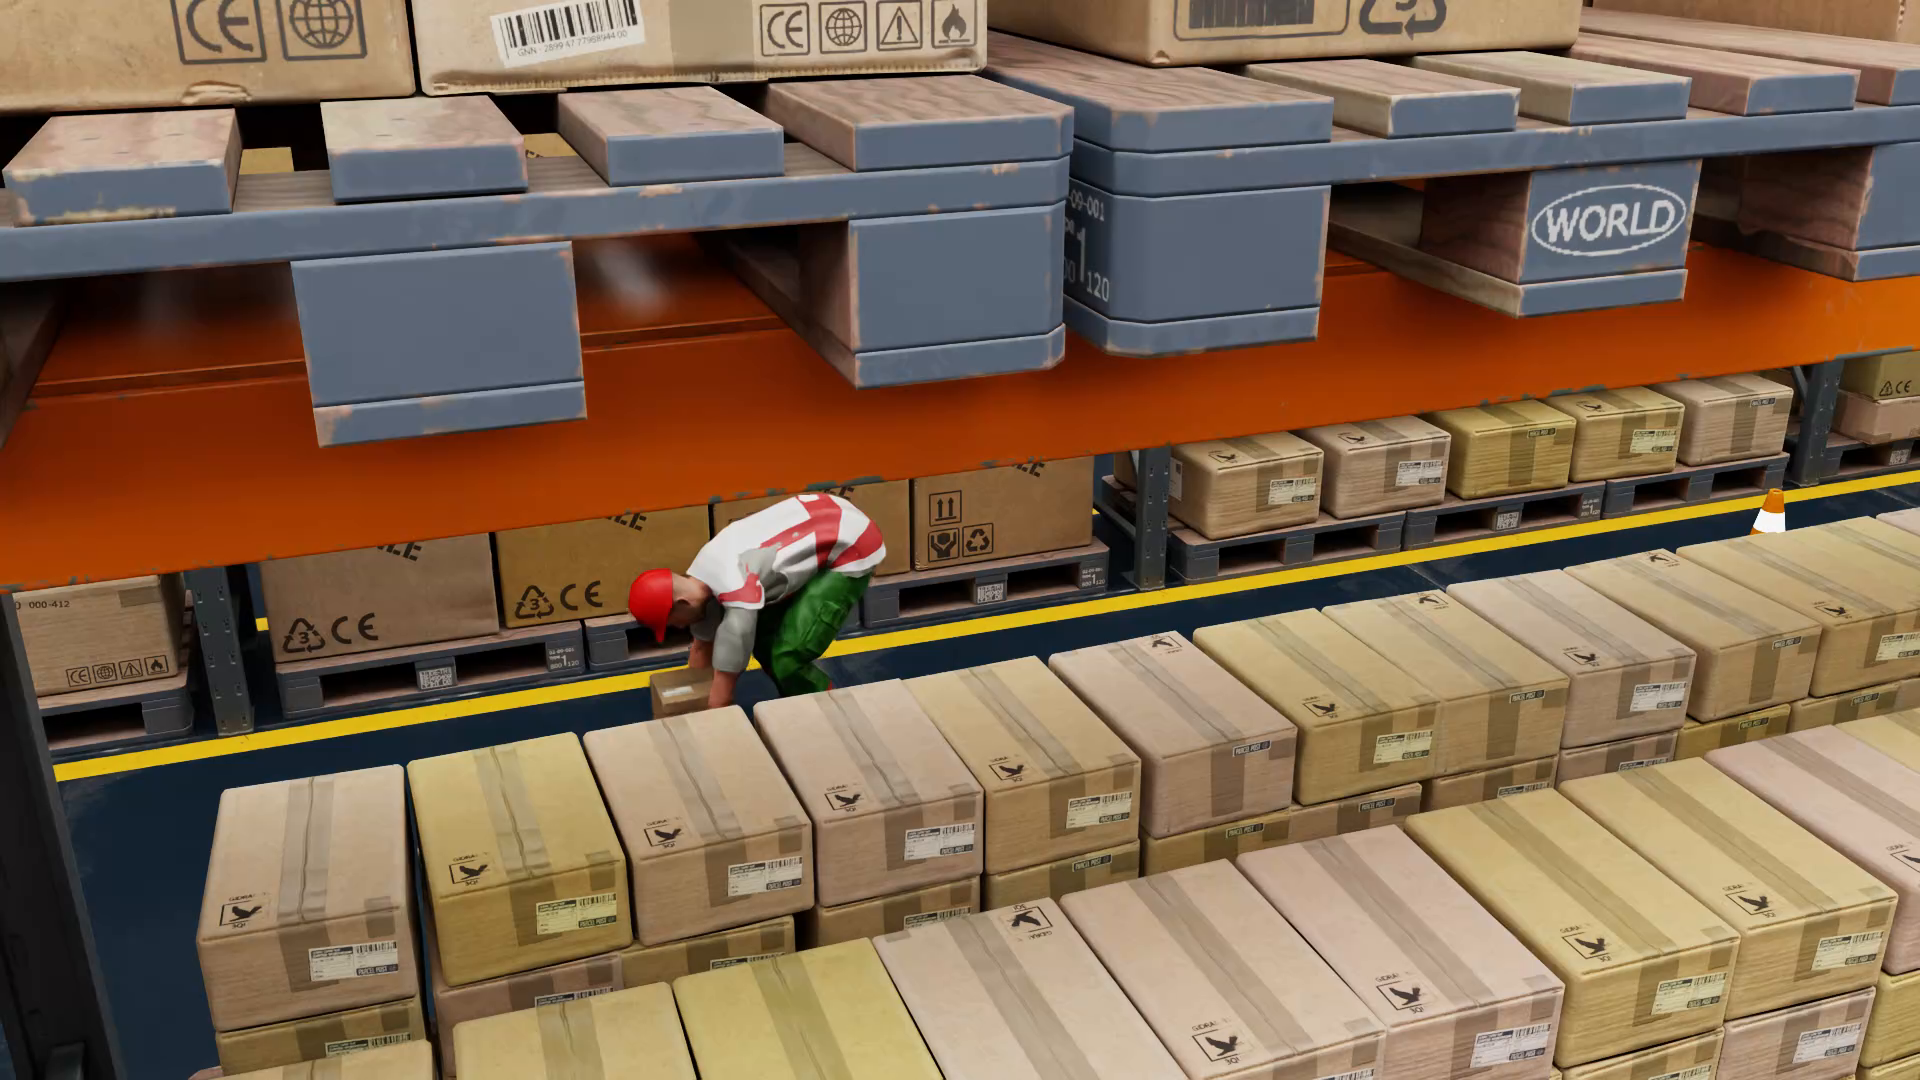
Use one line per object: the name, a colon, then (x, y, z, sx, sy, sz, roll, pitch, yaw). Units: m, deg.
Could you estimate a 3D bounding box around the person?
person: (-0.743, 0.360, 6.200, 0.952, 1.010, 0.522, -9, 24, -22)
